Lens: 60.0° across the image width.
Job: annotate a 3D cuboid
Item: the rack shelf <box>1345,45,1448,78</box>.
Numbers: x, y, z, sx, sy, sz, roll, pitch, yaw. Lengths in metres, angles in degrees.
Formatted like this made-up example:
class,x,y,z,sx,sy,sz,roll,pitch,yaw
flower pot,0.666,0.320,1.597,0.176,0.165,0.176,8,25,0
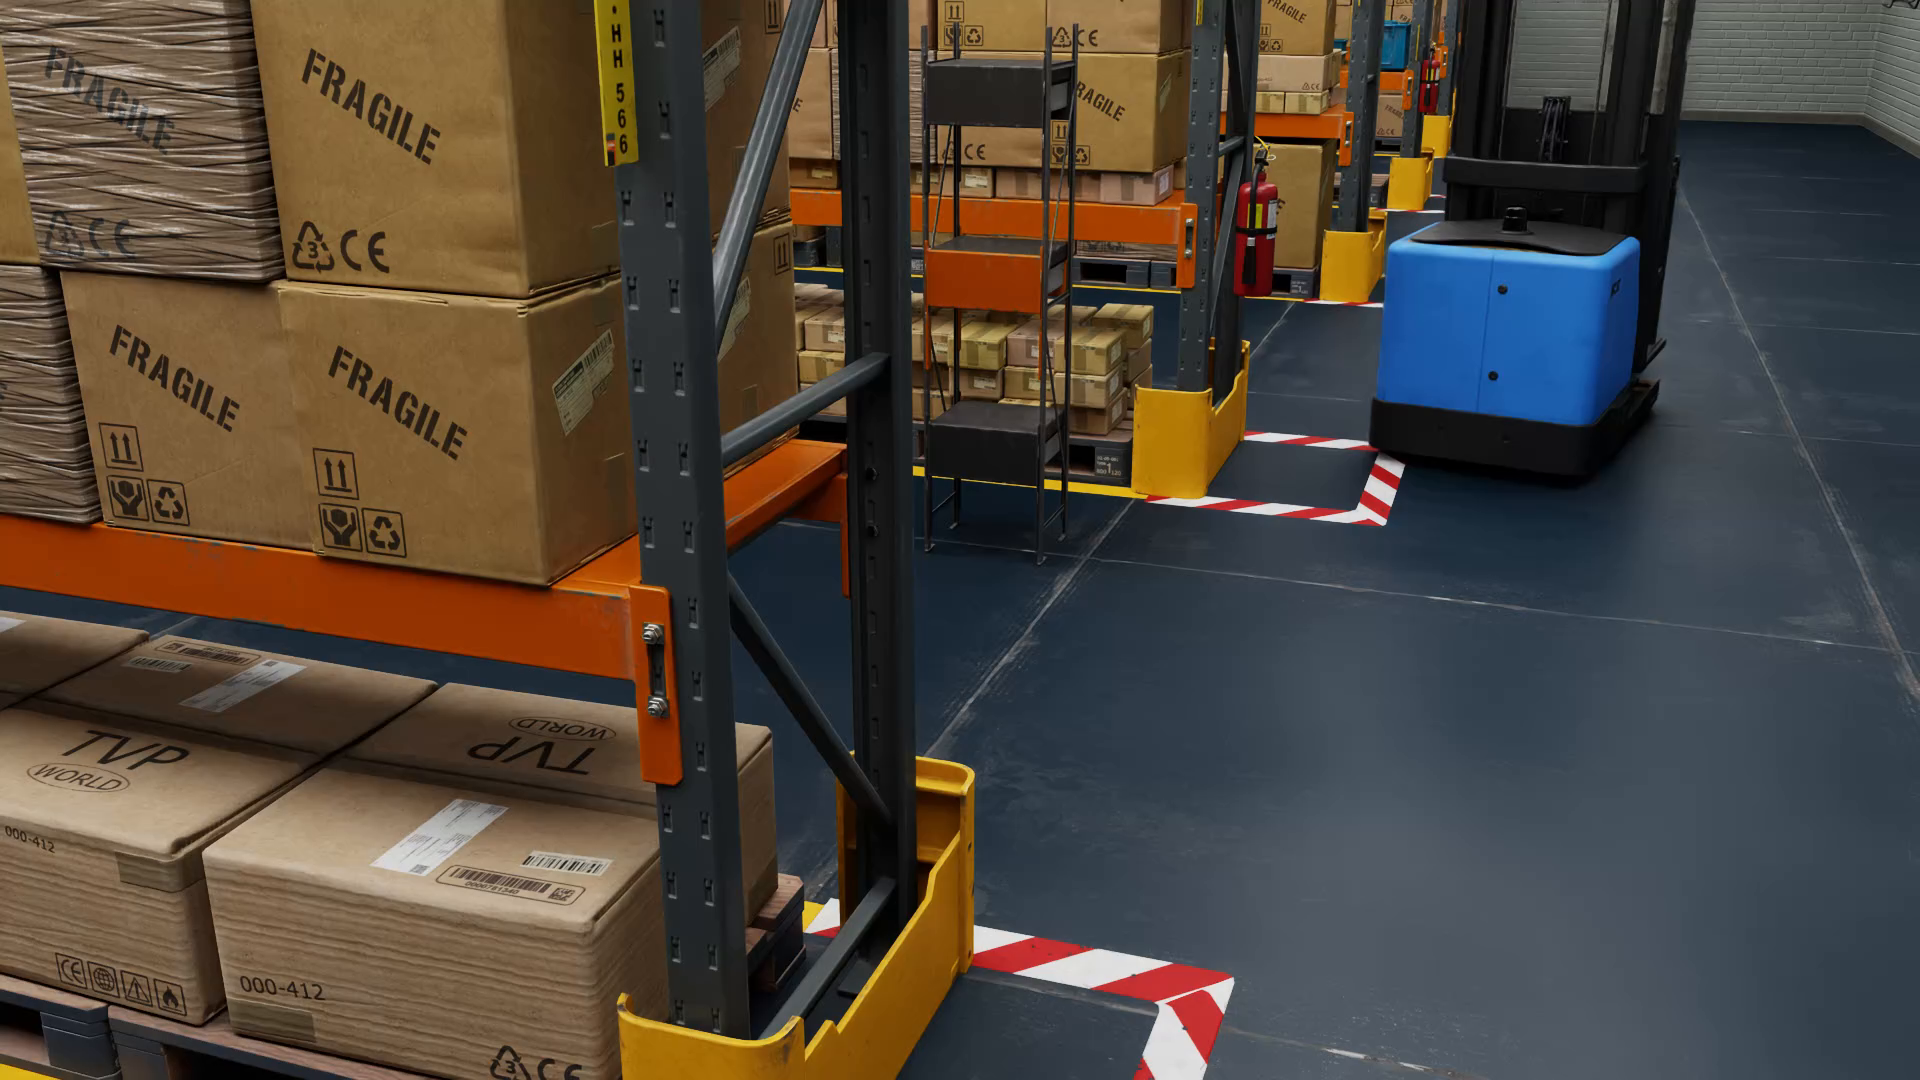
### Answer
class,x,y,z,sx,sy,sz,roll,pitch,yaw
rack shelf,4.293,-6.276,21.616,4.000,0.370,1.077,7,20,18

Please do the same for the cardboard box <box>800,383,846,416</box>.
class,x,y,z,sx,sy,sz,roll,pitch,yaw
cardboard box,-0.609,-0.751,8.366,0.250,0.149,0.380,7,20,19

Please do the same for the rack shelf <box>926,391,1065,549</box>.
class,x,y,z,sx,sy,sz,roll,pitch,yaw
rack shelf,0.156,-0.300,6.914,0.480,0.518,0.431,7,20,18

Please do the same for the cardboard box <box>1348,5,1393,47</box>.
class,x,y,z,sx,sy,sz,roll,pitch,yaw
cardboard box,5.179,-6.465,20.915,0.500,0.500,0.500,7,20,19

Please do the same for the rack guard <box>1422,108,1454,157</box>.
class,x,y,z,sx,sy,sz,roll,pitch,yaw
rack guard,6.111,-5.227,21.313,0.348,0.500,1.175,7,20,18

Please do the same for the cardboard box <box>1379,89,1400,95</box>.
class,x,y,z,sx,sy,sz,roll,pitch,yaw
cardboard box,6.638,-7.057,25.923,0.500,0.500,0.700,6,20,18

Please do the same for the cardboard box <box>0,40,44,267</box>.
class,x,y,z,sx,sy,sz,roll,pitch,yaw
cardboard box,-1.827,-0.838,3.251,0.500,0.500,0.500,6,20,18

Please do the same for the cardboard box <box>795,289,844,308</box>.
class,x,y,z,sx,sy,sz,roll,pitch,yaw
cardboard box,-0.697,-1.217,8.800,0.250,0.149,0.380,7,20,18

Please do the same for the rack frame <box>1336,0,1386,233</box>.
class,x,y,z,sx,sy,sz,roll,pitch,yaw
rack frame,2.928,-3.320,12.043,0.127,3.000,1.000,7,20,18

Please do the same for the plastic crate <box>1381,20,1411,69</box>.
class,x,y,z,sx,sy,sz,roll,pitch,yaw
plastic crate,4.176,-4.883,16.382,0.499,0.435,0.616,7,20,18

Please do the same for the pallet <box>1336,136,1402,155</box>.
class,x,y,z,sx,sy,sz,roll,pitch,yaw
pallet,5.357,-5.177,21.607,1.213,0.211,1.003,7,20,18

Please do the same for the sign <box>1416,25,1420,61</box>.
class,x,y,z,sx,sy,sz,roll,pitch,yaw
sign,4.388,-4.764,15.938,0.005,0.325,0.100,7,20,18

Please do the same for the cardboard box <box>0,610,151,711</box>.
class,x,y,z,sx,sy,sz,roll,pitch,yaw
cardboard box,-2.699,0.539,4.228,0.875,0.438,0.875,6,20,16

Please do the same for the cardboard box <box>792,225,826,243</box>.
class,x,y,z,sx,sy,sz,roll,pitch,yaw
cardboard box,-1.462,-3.010,13.743,0.875,0.875,1.225,7,20,18

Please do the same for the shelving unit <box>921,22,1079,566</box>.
class,x,y,z,sx,sy,sz,roll,pitch,yaw
shelving unit,0.156,-0.974,6.679,0.503,2.100,0.431,7,20,18

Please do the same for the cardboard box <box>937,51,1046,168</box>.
class,x,y,z,sx,sy,sz,roll,pitch,yaw
cardboard box,0.211,-2.002,7.658,0.500,0.500,0.500,6,20,17

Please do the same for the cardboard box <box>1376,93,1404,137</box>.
class,x,y,z,sx,sy,sz,roll,pitch,yaw
cardboard box,5.588,-5.409,21.166,0.500,0.500,0.500,7,20,18

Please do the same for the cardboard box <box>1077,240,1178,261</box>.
class,x,y,z,sx,sy,sz,roll,pitch,yaw
cardboard box,1.438,-2.657,12.732,0.875,0.875,0.875,7,20,18

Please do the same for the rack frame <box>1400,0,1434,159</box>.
class,x,y,z,sx,sy,sz,roll,pitch,yaw
rack frame,4.553,-4.860,16.461,0.127,3.000,1.000,7,20,18

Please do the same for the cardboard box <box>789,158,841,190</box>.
class,x,y,z,sx,sy,sz,roll,pitch,yaw
cardboard box,-0.640,-1.807,8.086,0.250,0.149,0.380,7,20,19

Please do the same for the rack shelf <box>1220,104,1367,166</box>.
class,x,y,z,sx,sy,sz,roll,pitch,yaw
rack shelf,1.039,-3.196,12.781,4.000,0.370,1.077,7,20,18

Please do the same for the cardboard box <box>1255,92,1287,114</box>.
class,x,y,z,sx,sy,sz,roll,pitch,yaw
cardboard box,2.238,-3.165,11.980,0.250,0.149,0.380,7,20,19

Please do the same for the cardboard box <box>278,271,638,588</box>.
class,x,y,z,sx,sy,sz,roll,pitch,yaw
cardboard box,-0.867,-0.256,3.100,0.500,0.500,0.500,7,20,18

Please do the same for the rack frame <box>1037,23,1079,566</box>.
class,x,y,z,sx,sy,sz,roll,pitch,yaw
rack frame,0.387,-0.947,6.604,0.015,2.100,0.400,7,20,18

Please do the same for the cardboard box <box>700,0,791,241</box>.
class,x,y,z,sx,sy,sz,roll,pitch,yaw
cardboard box,-0.684,-0.898,3.425,0.500,0.500,0.500,6,20,17

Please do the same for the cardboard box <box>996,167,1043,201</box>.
class,x,y,z,sx,sy,sz,roll,pitch,yaw
cardboard box,0.340,-1.678,7.715,0.250,0.149,0.380,6,20,18

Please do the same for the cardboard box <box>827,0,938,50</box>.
class,x,y,z,sx,sy,sz,roll,pitch,yaw
cardboard box,-0.282,-2.528,7.650,0.500,0.500,0.500,8,21,21

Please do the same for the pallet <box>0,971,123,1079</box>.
class,x,y,z,sx,sy,sz,roll,pitch,yaw
pallet,-2.254,0.884,4.220,1.213,0.211,1.003,7,20,18

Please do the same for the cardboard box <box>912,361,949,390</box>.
class,x,y,z,sx,sy,sz,roll,pitch,yaw
cardboard box,-0.099,-0.866,8.245,0.250,0.149,0.380,6,20,17

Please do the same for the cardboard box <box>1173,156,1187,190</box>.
class,x,y,z,sx,sy,sz,roll,pitch,yaw
cardboard box,1.006,-1.807,8.084,0.250,0.149,0.380,6,20,18

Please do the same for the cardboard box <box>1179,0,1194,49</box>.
class,x,y,z,sx,sy,sz,roll,pitch,yaw
cardboard box,0.868,-2.579,7.796,0.500,0.500,0.500,6,20,18

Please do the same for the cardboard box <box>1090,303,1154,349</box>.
class,x,y,z,sx,sy,sz,roll,pitch,yaw
cardboard box,0.821,-1.084,8.417,0.250,0.149,0.380,6,20,16

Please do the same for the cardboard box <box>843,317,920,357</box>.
class,x,y,z,sx,sy,sz,roll,pitch,yaw
cardboard box,-0.379,-0.993,8.156,0.250,0.149,0.380,7,21,20

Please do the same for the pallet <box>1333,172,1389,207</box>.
class,x,y,z,sx,sy,sz,roll,pitch,yaw
pallet,3.787,-3.644,17.210,1.213,0.211,1.003,7,20,18

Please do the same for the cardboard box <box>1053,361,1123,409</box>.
class,x,y,z,sx,sy,sz,roll,pitch,yaw
cardboard box,0.613,-0.749,7.910,0.250,0.149,0.380,6,20,17

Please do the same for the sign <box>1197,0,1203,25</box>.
class,x,y,z,sx,sy,sz,roll,pitch,yaw
sign,1.004,-2.314,6.918,0.005,0.325,0.100,7,20,18

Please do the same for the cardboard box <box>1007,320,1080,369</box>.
class,x,y,z,sx,sy,sz,roll,pitch,yaw
cardboard box,0.403,-0.945,8.019,0.250,0.149,0.380,7,20,19

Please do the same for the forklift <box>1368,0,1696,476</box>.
class,x,y,z,sx,sy,sz,roll,pitch,yaw
forklift,3.195,-2.115,8.692,1.130,2.935,3.031,11,22,28

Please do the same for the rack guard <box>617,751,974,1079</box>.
class,x,y,z,sx,sy,sz,roll,pitch,yaw
rack guard,-0.301,0.944,3.607,0.348,0.500,1.175,7,20,18

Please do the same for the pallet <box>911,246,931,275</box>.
class,x,y,z,sx,sy,sz,roll,pitch,yaw
pallet,-0.158,-2.329,13.436,1.213,0.211,1.003,7,20,18

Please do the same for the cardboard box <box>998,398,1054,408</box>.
class,x,y,z,sx,sy,sz,roll,pitch,yaw
cardboard box,0.363,-0.629,8.016,0.250,0.149,0.380,7,20,20

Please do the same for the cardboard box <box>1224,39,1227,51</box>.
class,x,y,z,sx,sy,sz,roll,pitch,yaw
cardboard box,2.091,-3.933,12.440,0.500,0.500,0.500,6,20,17

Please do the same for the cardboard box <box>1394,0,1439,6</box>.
class,x,y,z,sx,sy,sz,roll,pitch,yaw
cardboard box,5.672,-6.881,20.589,0.500,0.500,0.500,6,20,18

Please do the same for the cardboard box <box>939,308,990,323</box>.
class,x,y,z,sx,sy,sz,roll,pitch,yaw
cardboard box,0.064,-1.144,8.591,0.250,0.149,0.380,6,20,15
